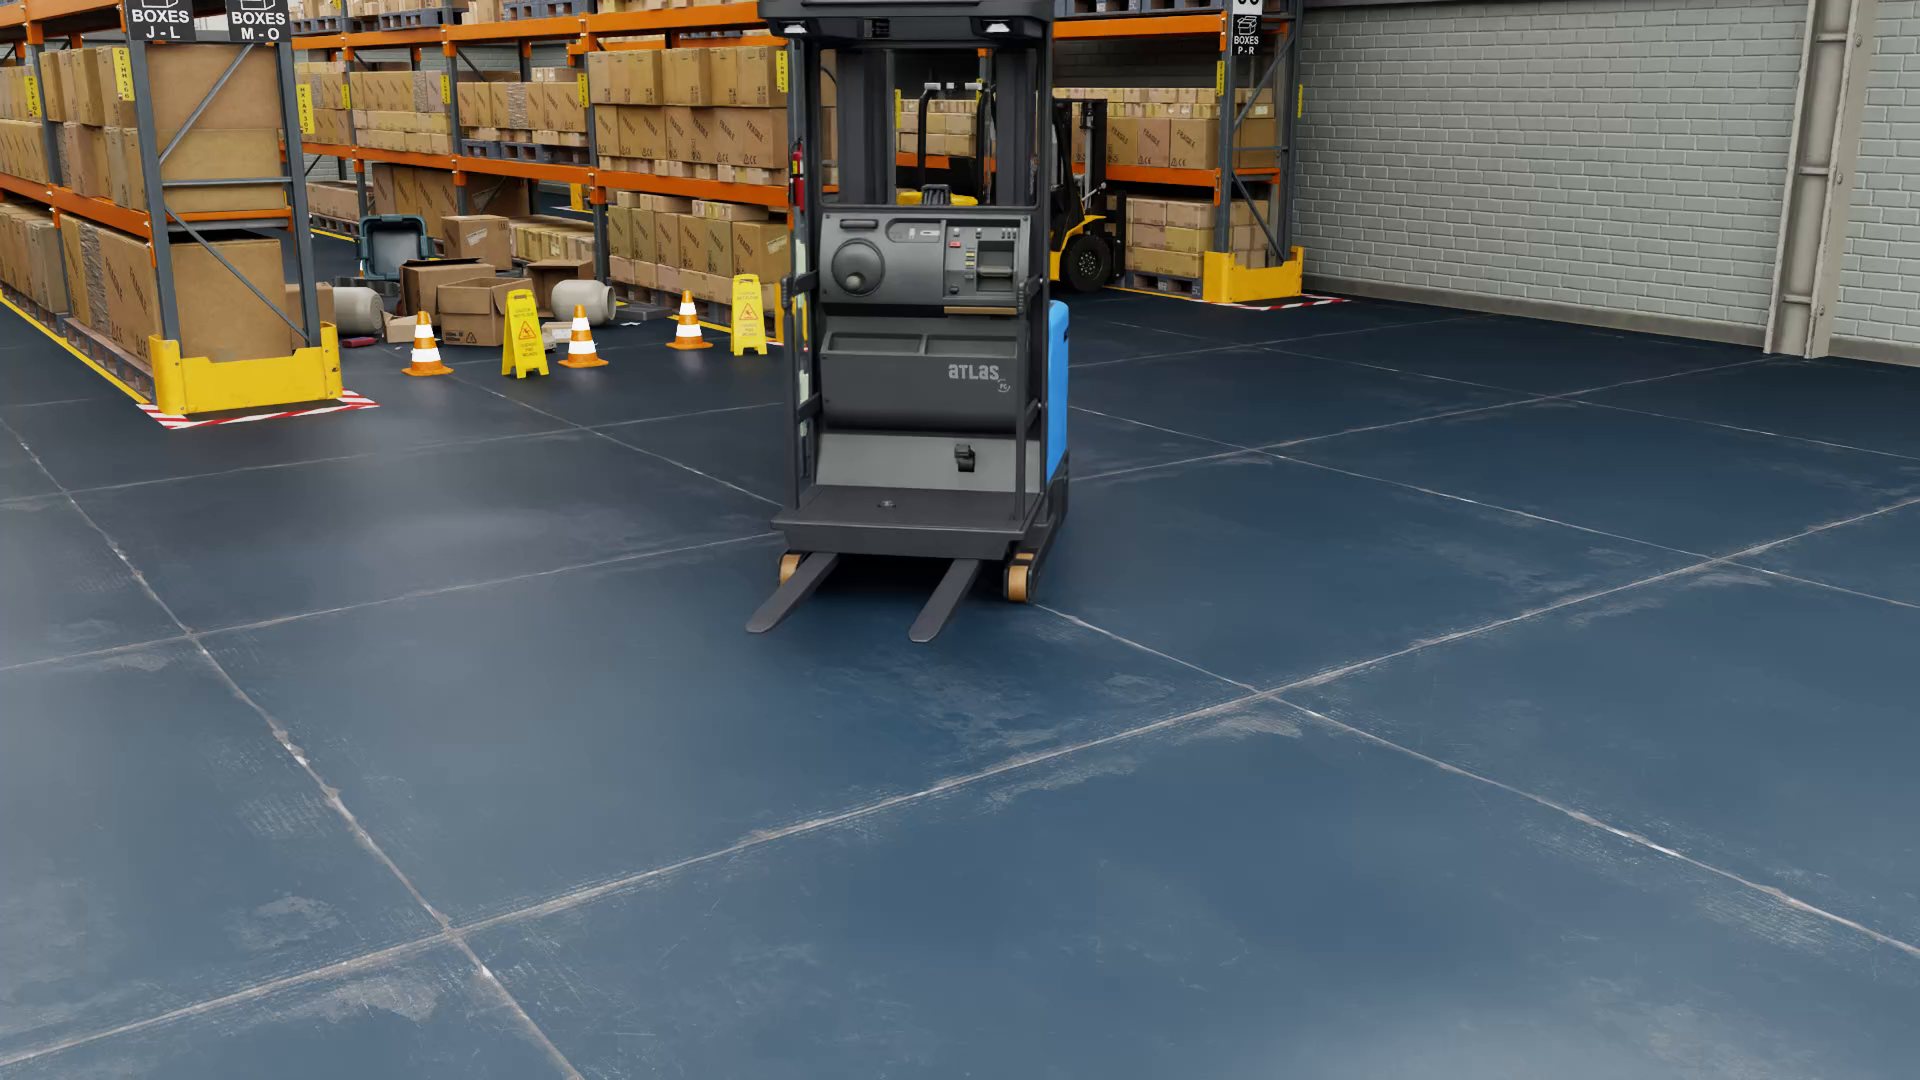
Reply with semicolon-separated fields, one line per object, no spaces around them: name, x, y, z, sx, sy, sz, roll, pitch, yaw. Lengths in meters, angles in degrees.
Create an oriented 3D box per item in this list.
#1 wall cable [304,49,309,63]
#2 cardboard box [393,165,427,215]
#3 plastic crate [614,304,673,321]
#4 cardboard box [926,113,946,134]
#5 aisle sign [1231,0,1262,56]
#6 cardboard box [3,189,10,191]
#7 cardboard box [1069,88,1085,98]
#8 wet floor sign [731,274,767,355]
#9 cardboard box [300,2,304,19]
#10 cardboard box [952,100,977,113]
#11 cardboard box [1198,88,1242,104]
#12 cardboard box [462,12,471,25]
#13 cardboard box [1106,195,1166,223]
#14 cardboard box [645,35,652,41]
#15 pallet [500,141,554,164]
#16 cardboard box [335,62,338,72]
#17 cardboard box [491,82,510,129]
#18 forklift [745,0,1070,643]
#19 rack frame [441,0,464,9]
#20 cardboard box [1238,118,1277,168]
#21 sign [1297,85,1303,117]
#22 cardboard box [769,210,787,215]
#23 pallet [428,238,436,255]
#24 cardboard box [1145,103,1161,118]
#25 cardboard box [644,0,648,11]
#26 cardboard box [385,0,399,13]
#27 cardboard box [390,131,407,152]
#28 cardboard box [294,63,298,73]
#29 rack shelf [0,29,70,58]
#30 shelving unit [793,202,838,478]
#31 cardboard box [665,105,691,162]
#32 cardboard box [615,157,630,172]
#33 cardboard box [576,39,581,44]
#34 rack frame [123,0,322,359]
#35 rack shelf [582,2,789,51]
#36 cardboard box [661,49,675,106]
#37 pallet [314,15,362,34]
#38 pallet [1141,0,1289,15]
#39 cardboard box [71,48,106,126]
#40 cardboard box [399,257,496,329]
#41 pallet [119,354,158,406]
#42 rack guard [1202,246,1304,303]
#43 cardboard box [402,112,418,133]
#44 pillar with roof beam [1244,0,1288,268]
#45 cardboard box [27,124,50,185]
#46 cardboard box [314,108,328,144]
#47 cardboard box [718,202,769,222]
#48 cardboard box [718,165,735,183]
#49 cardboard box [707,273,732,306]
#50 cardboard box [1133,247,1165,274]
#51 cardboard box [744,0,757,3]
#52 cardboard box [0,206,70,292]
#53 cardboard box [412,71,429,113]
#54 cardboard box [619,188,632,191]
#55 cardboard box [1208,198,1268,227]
wall cable;-12.592;-8.527;31.624;0.588;1.984;0.122;-11;19;-35
cardboard box;-7.080;-4.626;22.525;0.875;0.875;0.875;-10;18;-33
plastic crate;-3.083;-2.181;15.892;0.583;0.080;0.402;10;18;33
cardboard box;-0.134;-5.165;20.604;0.500;0.250;0.500;-11;19;-36
aisle sign;2.823;-5.163;16.333;0.394;0.787;0.004;-11;19;-35
cardboard box;-11.159;-3.907;19.187;0.500;0.250;0.500;-10;18;-32
cardboard box;1.439;-4.950;18.500;0.380;0.149;0.250;-11;19;-35
wet floor sign;-1.745;-1.855;13.632;0.267;0.644;0.232;-4;16;-15
cardboard box;-9.559;-7.941;24.910;0.500;0.311;0.500;-10;18;-34
cardboard box;0.123;-5.275;20.248;0.380;0.149;0.250;-11;19;-35
cardboard box;2.641;-4.517;16.916;0.380;0.149;0.250;-11;19;-34
cardboard box;-5.647;-6.138;19.613;0.380;0.149;0.250;-11;19;-35
cardboard box;1.889;-3.591;18.035;0.500;0.250;0.500;-11;19;-34
cardboard box;-4.776;-7.999;26.414;0.380;0.149;0.250;-10;18;-33
pallet;-4.498;-4.397;18.822;1.003;0.211;1.213;-11;19;-35
cardboard box;-8.691;-6.747;23.735;0.380;0.149;0.250;-11;19;-34
cardboard box;-4.988;-4.945;18.914;0.500;0.500;0.500;-10;18;-34
forklift;-0.188;-1.247;7.079;1.130;2.935;3.031;3;16;9
rack frame;-5.695;-7.799;19.526;1.000;3.000;0.127;-11;19;-35
cardboard box;2.955;-4.166;17.425;0.500;0.500;0.500;-10;18;-33
sign;3.474;-4.509;17.079;0.100;0.325;0.005;-11;19;-35
cardboard box;-1.855;-2.875;15.891;0.500;0.500;0.500;-10;18;-33
pallet;-6.810;-4.001;22.295;1.003;0.211;1.213;-11;19;-35
cardboard box;2.178;-4.530;17.526;0.380;0.149;0.250;-11;19;-35
cardboard box;-2.751;-5.054;15.653;0.380;0.149;0.250;-12;19;-36
cardboard box;-6.966;-6.935;21.064;0.500;0.500;0.500;-11;19;-34
cardboard box;-7.121;-5.222;21.758;0.500;0.250;0.500;-11;19;-35
cardboard box;-9.973;-7.167;25.267;0.380;0.149;0.250;-12;19;-36
rack shelf;-10.815;-5.643;18.691;1.077;0.370;4.000;-11;19;-35
shelving unit;-0.474;-1.072;9.150;0.755;1.500;0.431;9;18;29
cardboard box;-2.398;-3.788;15.483;0.500;0.500;0.500;-11;19;-34
cardboard box;-3.227;-3.767;16.635;0.380;0.149;0.250;-10;18;-33
cardboard box;-6.386;-8.607;28.634;0.380;0.149;0.250;-10;18;-33
rack frame;-4.935;-2.407;11.190;1.000;3.000;0.127;-11;19;-35
rack shelf;-2.167;-4.724;15.336;1.077;0.370;4.000;-11;19;-35
cardboard box;-2.323;-4.277;15.373;0.700;0.500;0.500;-11;19;-35
pallet;-8.519;-7.340;23.698;1.003;0.211;1.213;-11;19;-35
pallet;2.627;-5.528;17.076;1.003;0.211;1.213;-11;19;-35
cardboard box;-6.157;-3.423;12.570;0.875;0.550;0.500;-11;19;-35
cardboard box;-4.628;-2.239;15.047;0.797;0.637;0.503;-11;19;-35
pallet;-5.469;-1.221;12.138;1.003;0.211;1.213;-11;19;-35
rack guard;3.036;-2.758;17.205;1.175;0.500;0.348;-11;19;-35
cardboard box;-6.807;-5.354;21.291;0.500;0.250;0.500;-11;19;-36
pillar with roof beam;-0.141;-6.483;14.715;9.100;9.000;0.400;-11;19;-35
cardboard box;-7.810;-3.380;14.553;0.500;0.500;0.500;-11;19;-35
cardboard box;-9.140;-6.081;24.424;0.500;0.500;0.500;-11;19;-35
cardboard box;-1.943;-2.947;14.925;0.380;0.149;0.250;-10;18;-33
cardboard box;-1.932;-3.268;14.810;0.380;0.149;0.250;-10;18;-34
cardboard box;-1.982;-2.316;15.270;0.500;0.250;0.500;-11;19;-34
cardboard box;2.205;-3.004;17.782;0.500;0.250;0.500;-11;19;-35
cardboard box;-1.600;-4.604;14.009;0.380;0.149;0.250;-11;19;-34
cardboard box;-8.837;-2.903;16.467;1.050;0.750;0.750;-11;19;-34
cardboard box;-6.519;-5.614;20.823;0.500;0.500;0.500;-10;18;-34
cardboard box;-5.402;-5.920;27.963;0.500;0.500;0.500;-10;18;-34
cardboard box;2.892;-3.459;17.552;0.500;0.250;0.500;-11;19;-35
